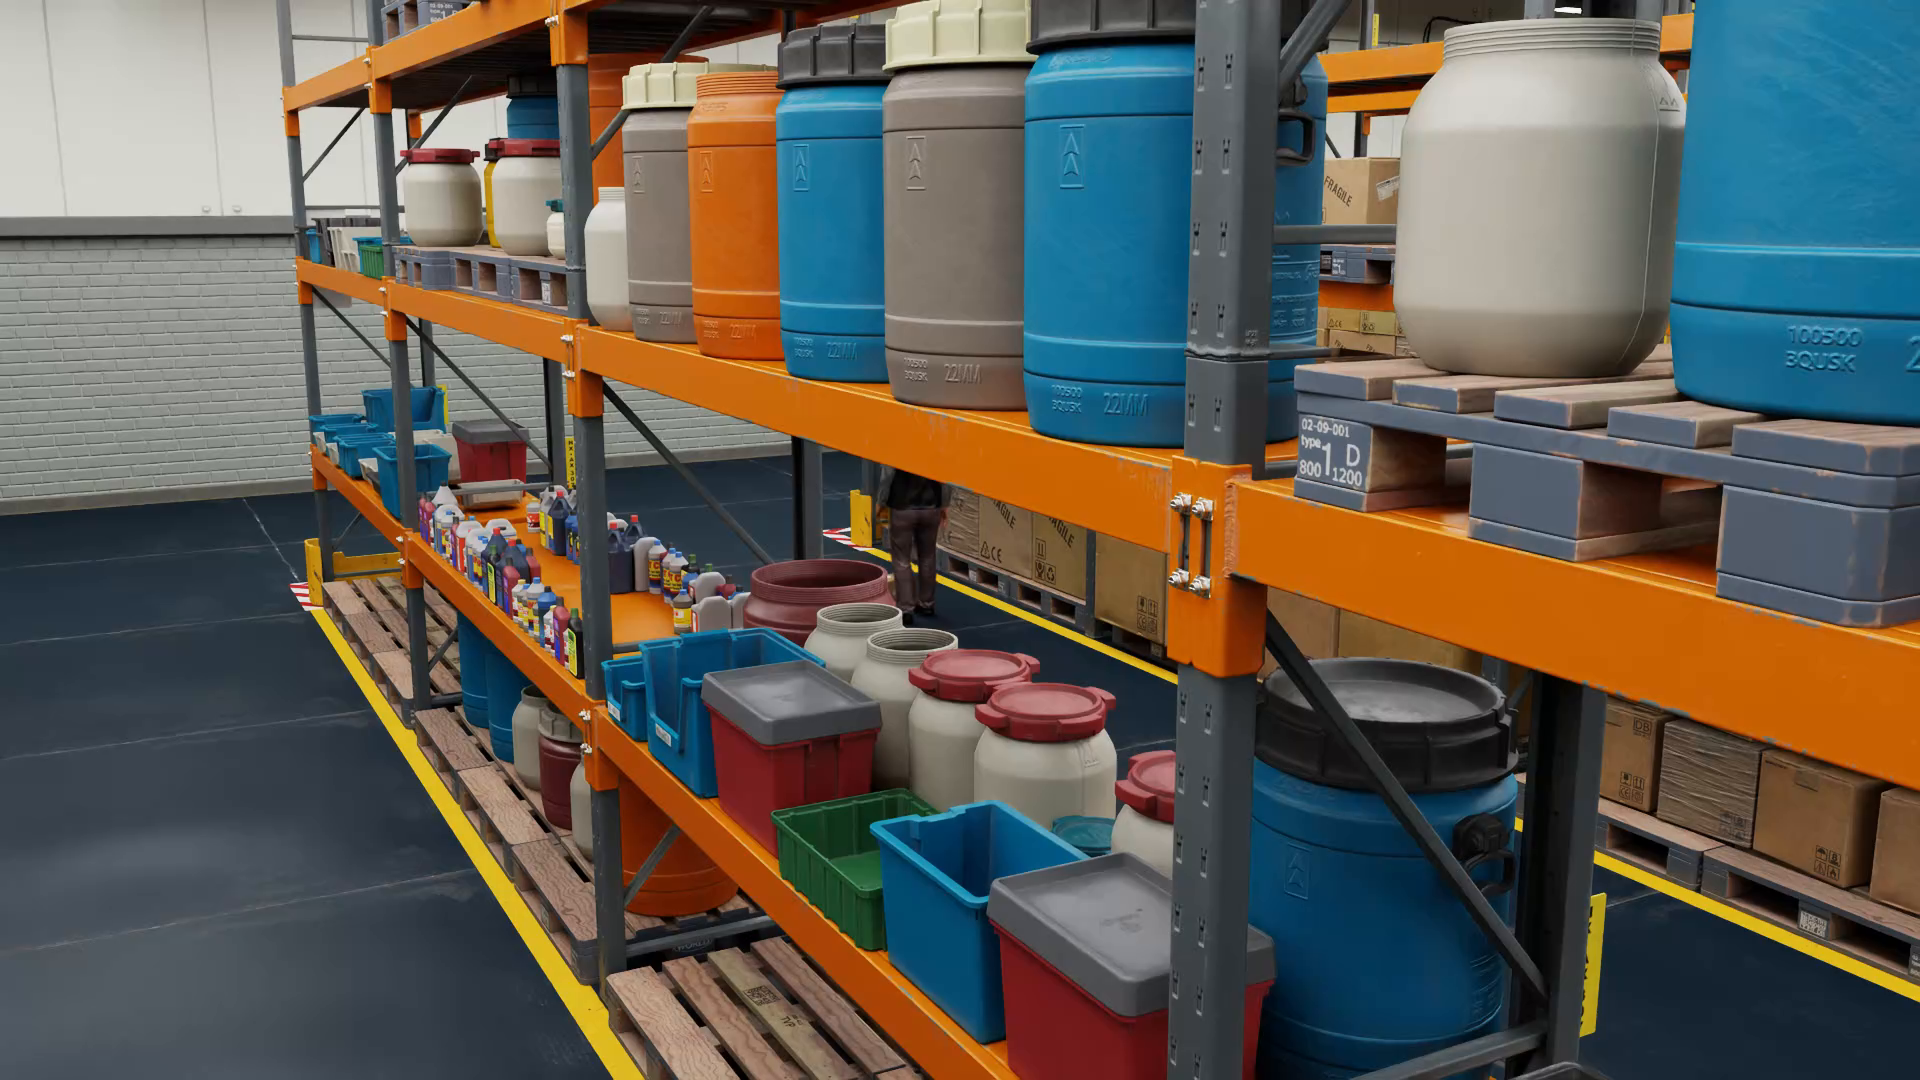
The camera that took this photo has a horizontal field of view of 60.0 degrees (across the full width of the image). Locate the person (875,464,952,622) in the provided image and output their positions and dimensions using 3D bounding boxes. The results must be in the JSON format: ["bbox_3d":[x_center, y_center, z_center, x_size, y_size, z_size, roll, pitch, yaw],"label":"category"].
[{"bbox_3d":[-0.383,-0.233,13.104,0.574,1.730,0.490,-5,13,-23],"label":"person"}]
